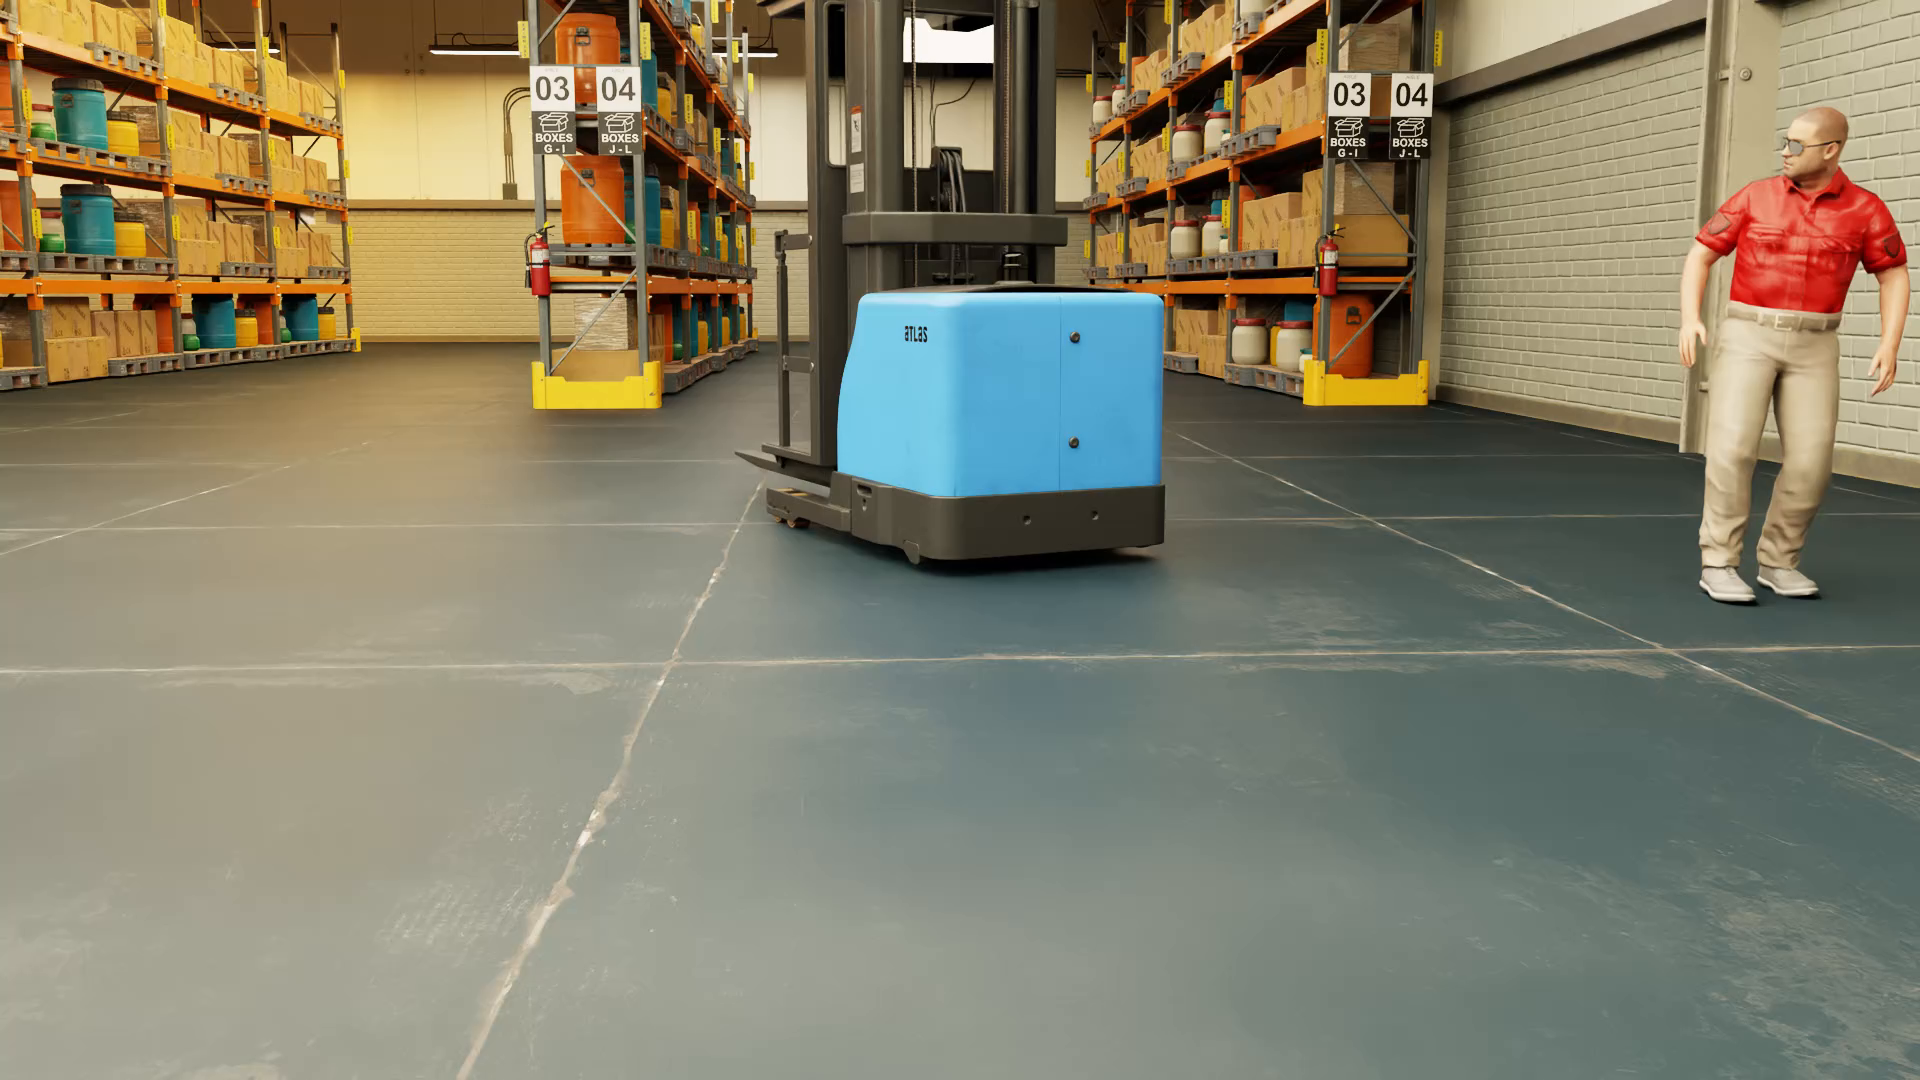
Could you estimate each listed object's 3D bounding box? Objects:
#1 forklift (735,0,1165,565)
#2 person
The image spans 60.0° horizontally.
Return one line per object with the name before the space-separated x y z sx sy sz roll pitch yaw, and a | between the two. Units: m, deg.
forklift | -0.264 -1.530 7.637 1.130 2.935 3.031 -4 9 -25
person | 2.927 -0.645 5.840 0.748 1.709 0.520 2 9 14
